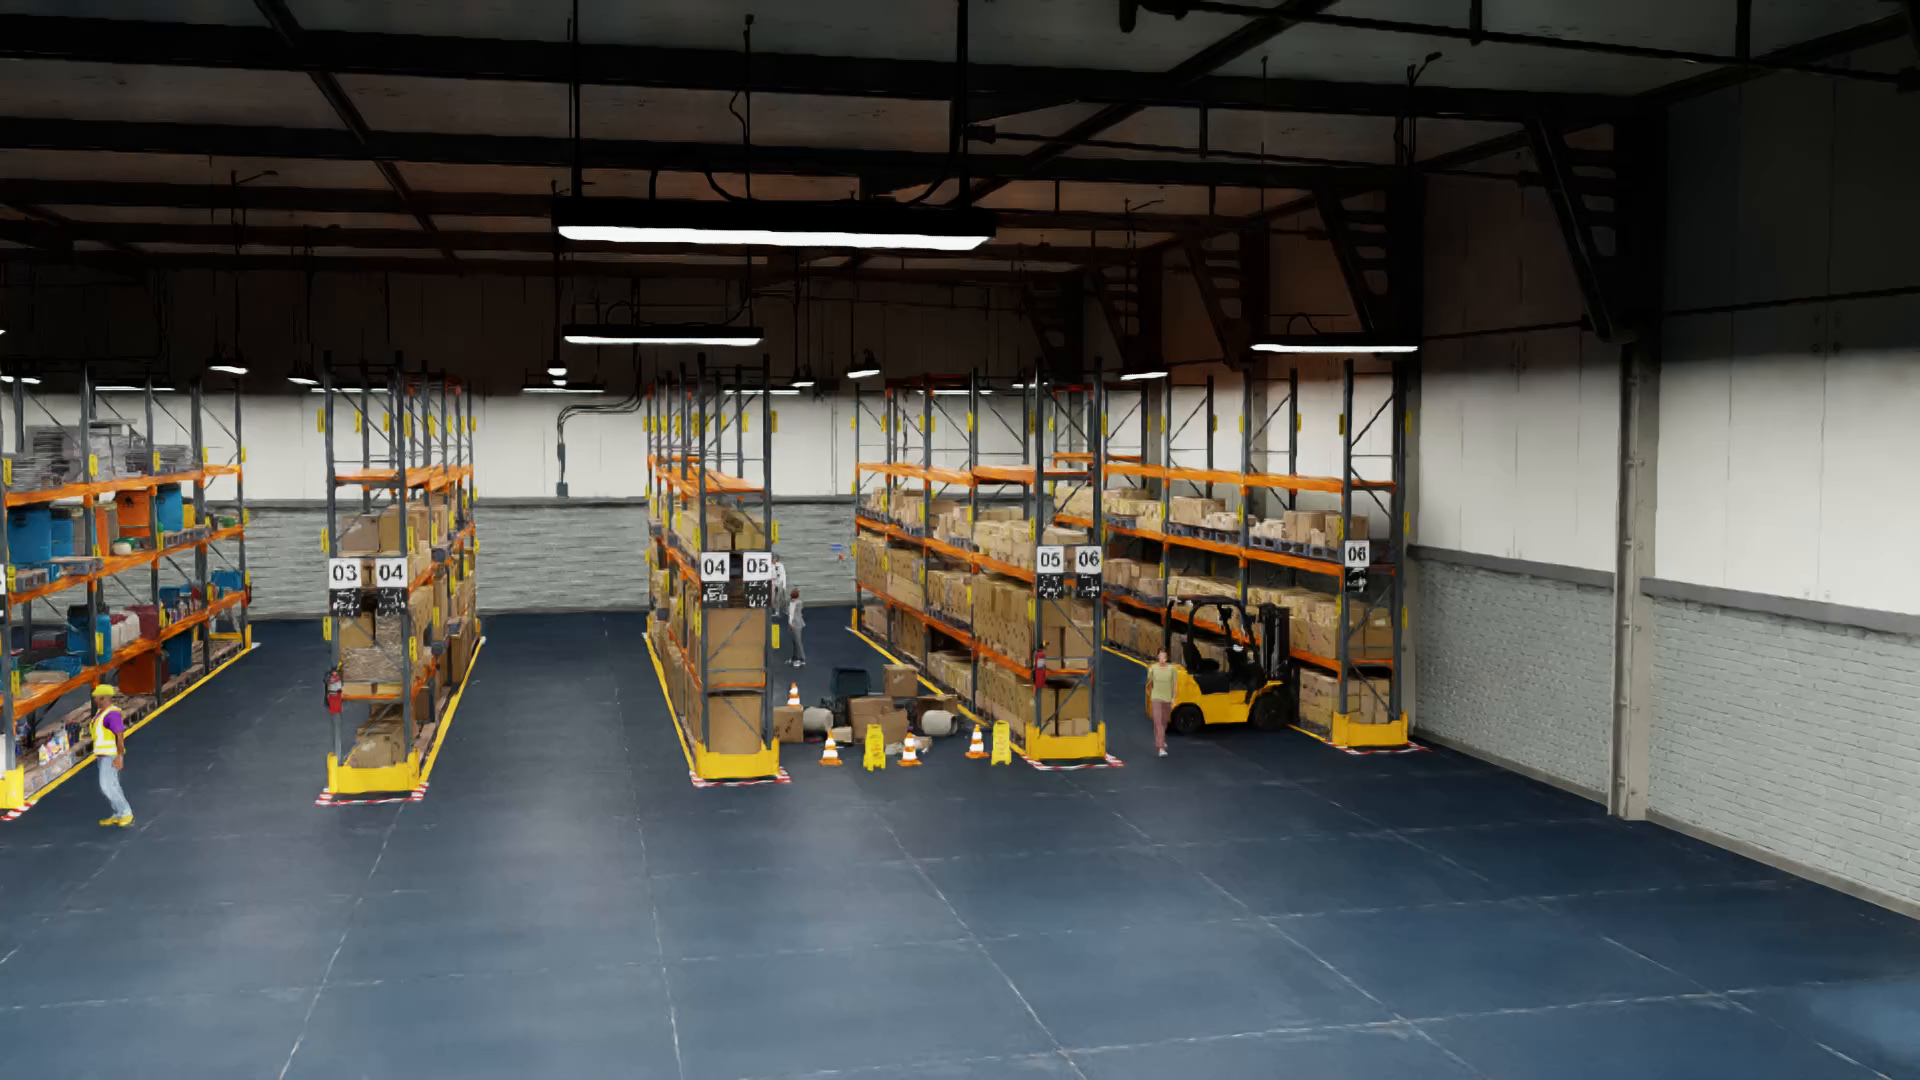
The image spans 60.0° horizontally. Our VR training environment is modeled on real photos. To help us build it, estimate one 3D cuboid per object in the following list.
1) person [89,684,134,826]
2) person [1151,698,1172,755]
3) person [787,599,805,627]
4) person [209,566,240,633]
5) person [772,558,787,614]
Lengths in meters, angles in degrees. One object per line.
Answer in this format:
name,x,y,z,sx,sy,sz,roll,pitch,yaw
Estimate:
person,-10.568,2.671,20.712,0.387,1.759,0.652,-4,5,-43
person,3.076,2.748,25.297,0.357,0.955,0.997,0,4,-7
person,-3.394,1.506,34.447,0.340,0.578,0.468,1,4,16
person,-17.320,1.434,39.076,0.544,1.701,0.982,1,4,9
person,-4.731,1.143,43.303,0.514,1.577,0.502,2,4,23
